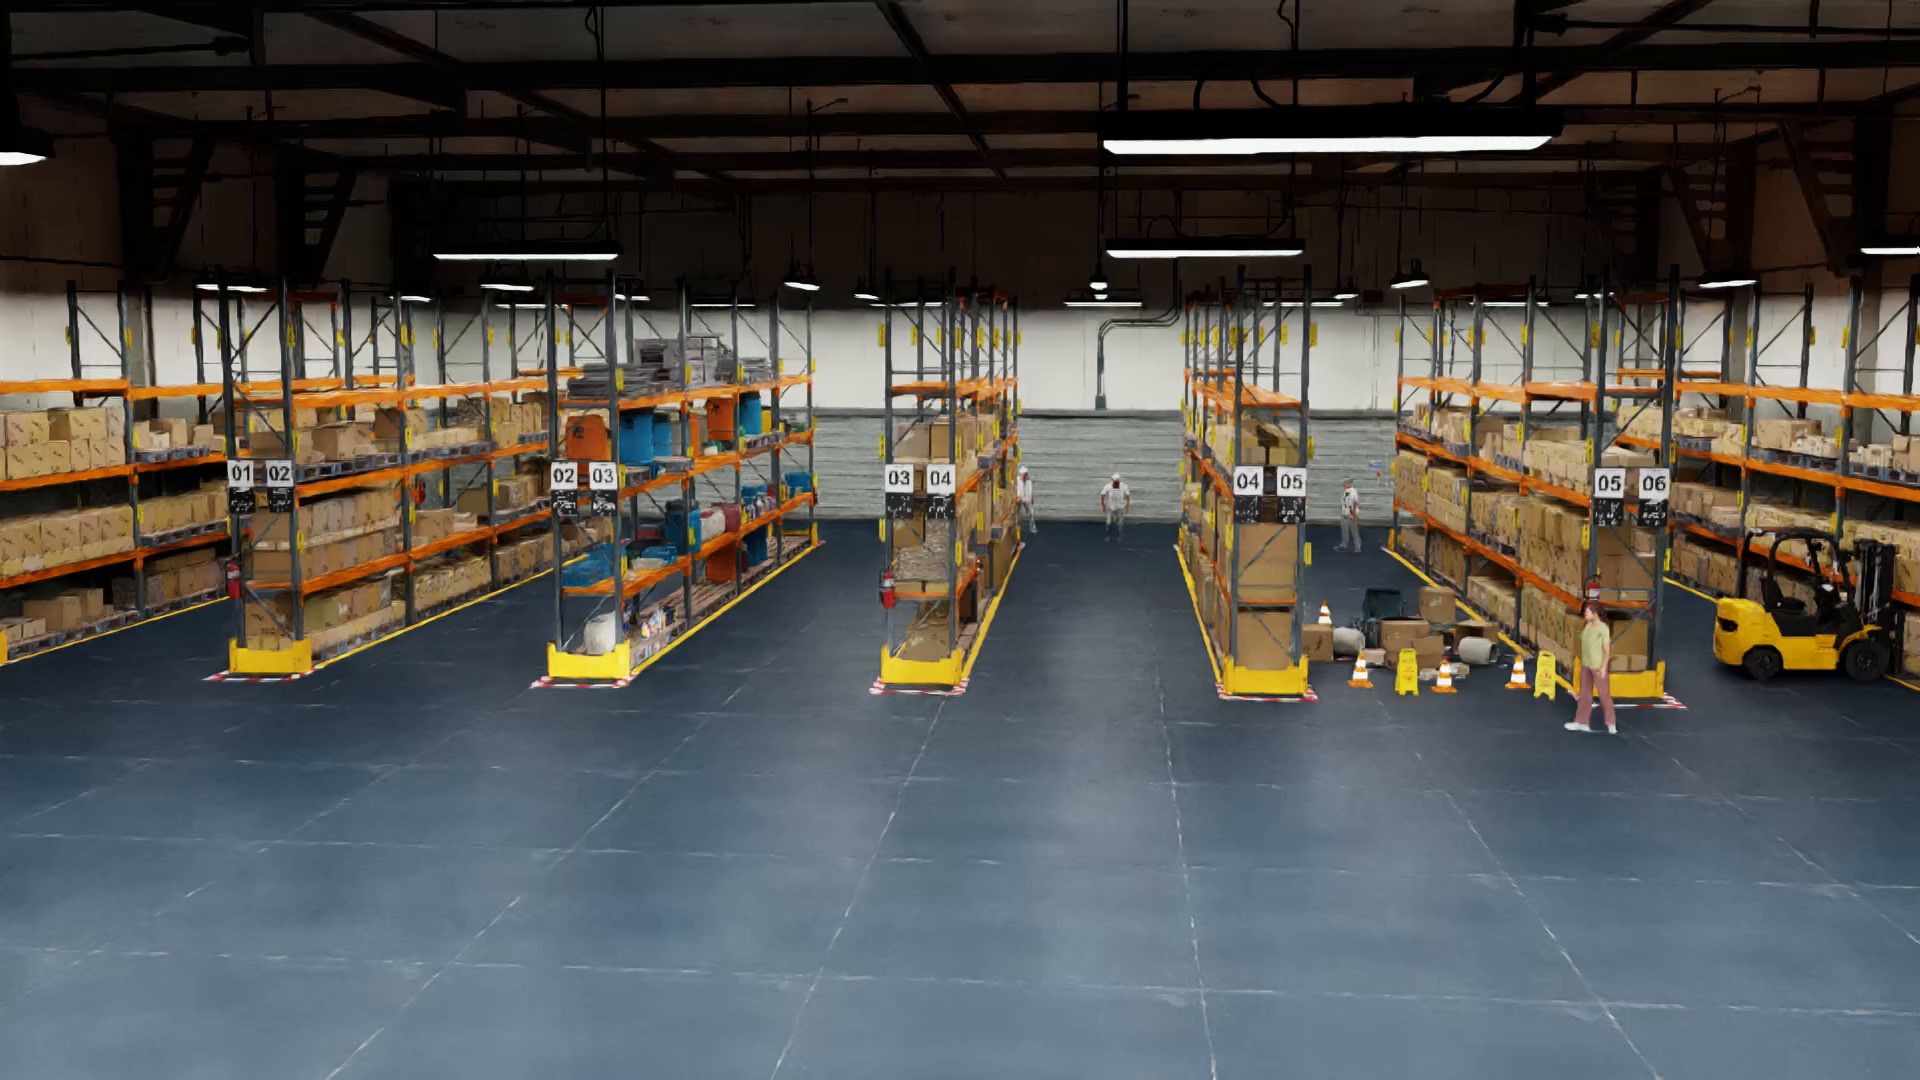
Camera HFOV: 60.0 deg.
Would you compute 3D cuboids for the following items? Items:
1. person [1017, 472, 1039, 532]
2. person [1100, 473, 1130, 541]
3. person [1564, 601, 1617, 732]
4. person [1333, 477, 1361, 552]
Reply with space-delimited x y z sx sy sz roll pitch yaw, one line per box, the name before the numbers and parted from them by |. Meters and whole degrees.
person | 1.625 -1.035 42.921 0.682 1.658 0.837 -1 7 -12
person | 3.813 -0.802 40.873 0.719 1.714 0.578 0 7 3
person | 8.112 1.613 21.199 0.551 1.674 0.571 -2 7 -16
person | 9.138 -0.601 38.990 0.536 1.747 0.668 -1 7 -9
